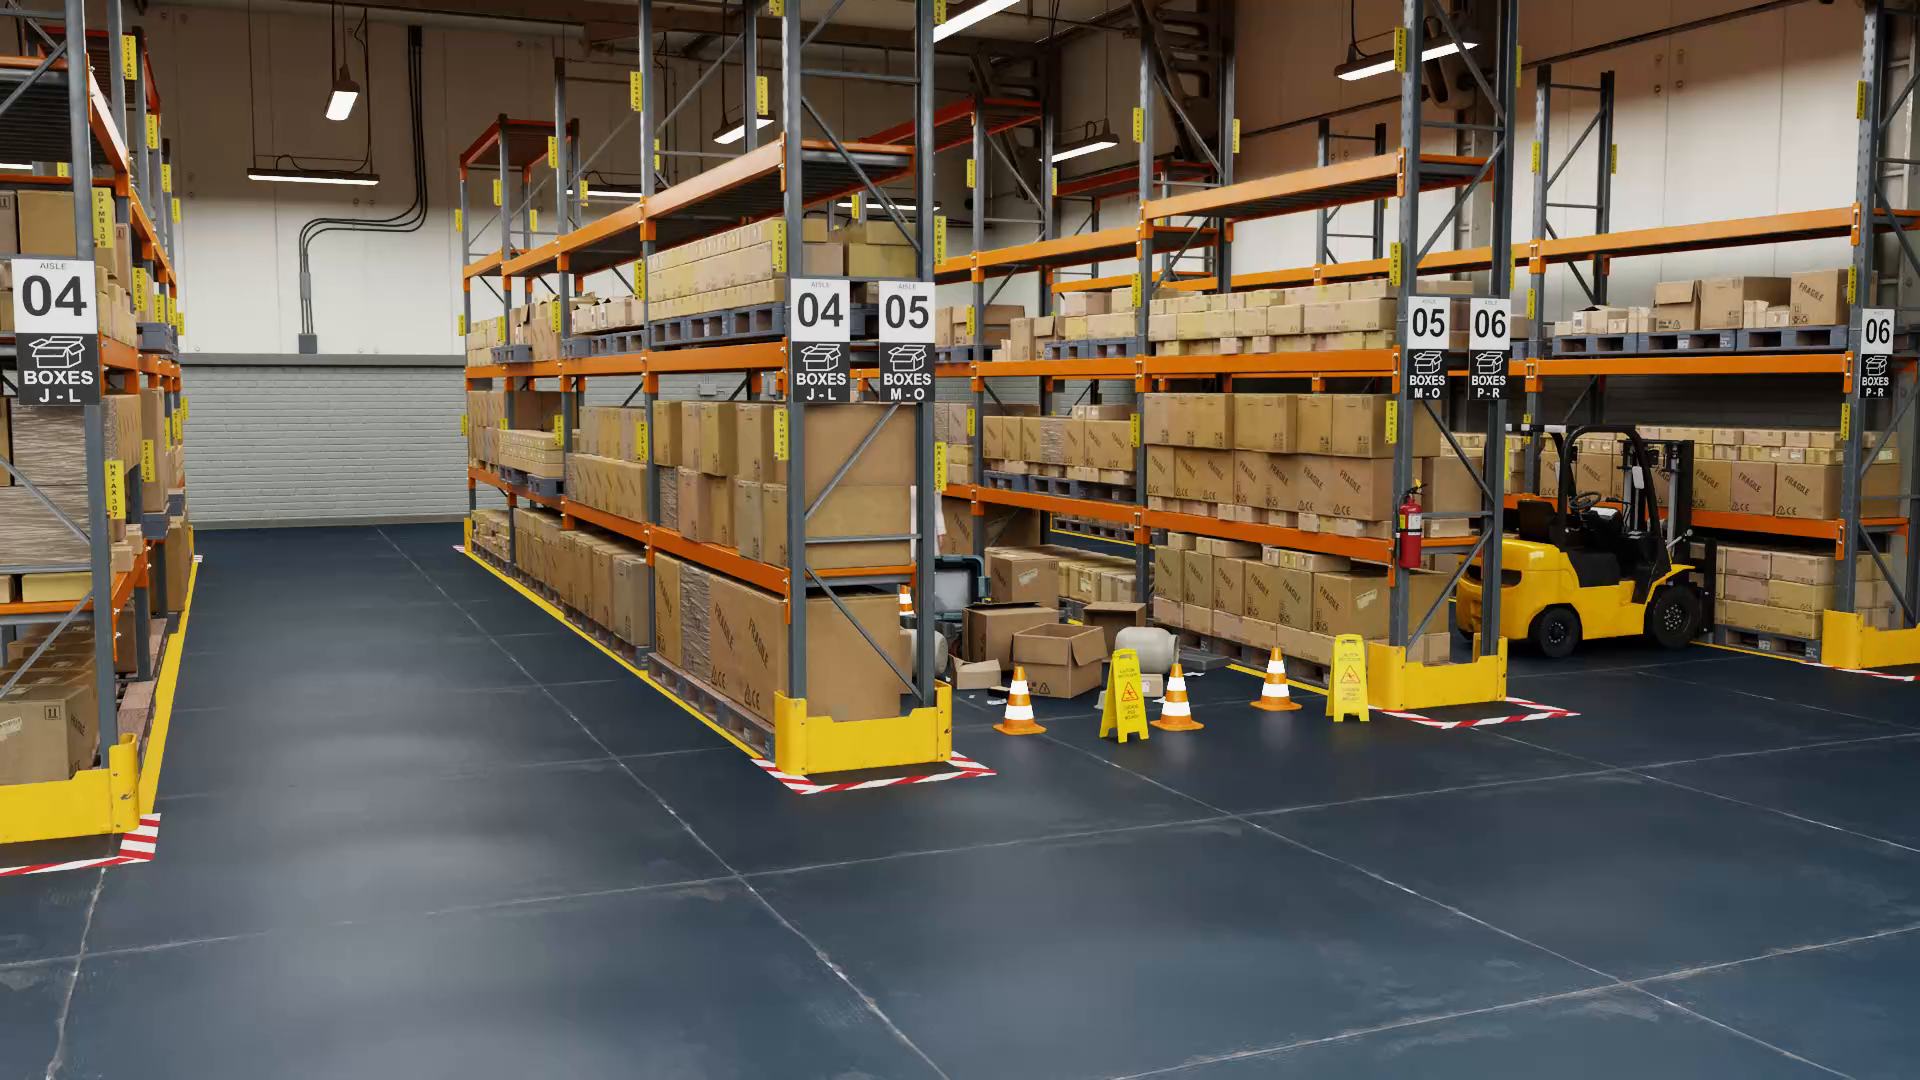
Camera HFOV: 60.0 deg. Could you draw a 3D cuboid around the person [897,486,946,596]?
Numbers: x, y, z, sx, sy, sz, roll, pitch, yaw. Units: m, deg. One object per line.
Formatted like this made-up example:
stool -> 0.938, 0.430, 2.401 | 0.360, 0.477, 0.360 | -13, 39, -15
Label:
person -> -0.451, -0.035, 18.055 | 0.653, 1.774, 0.416 | -2, 6, -25
